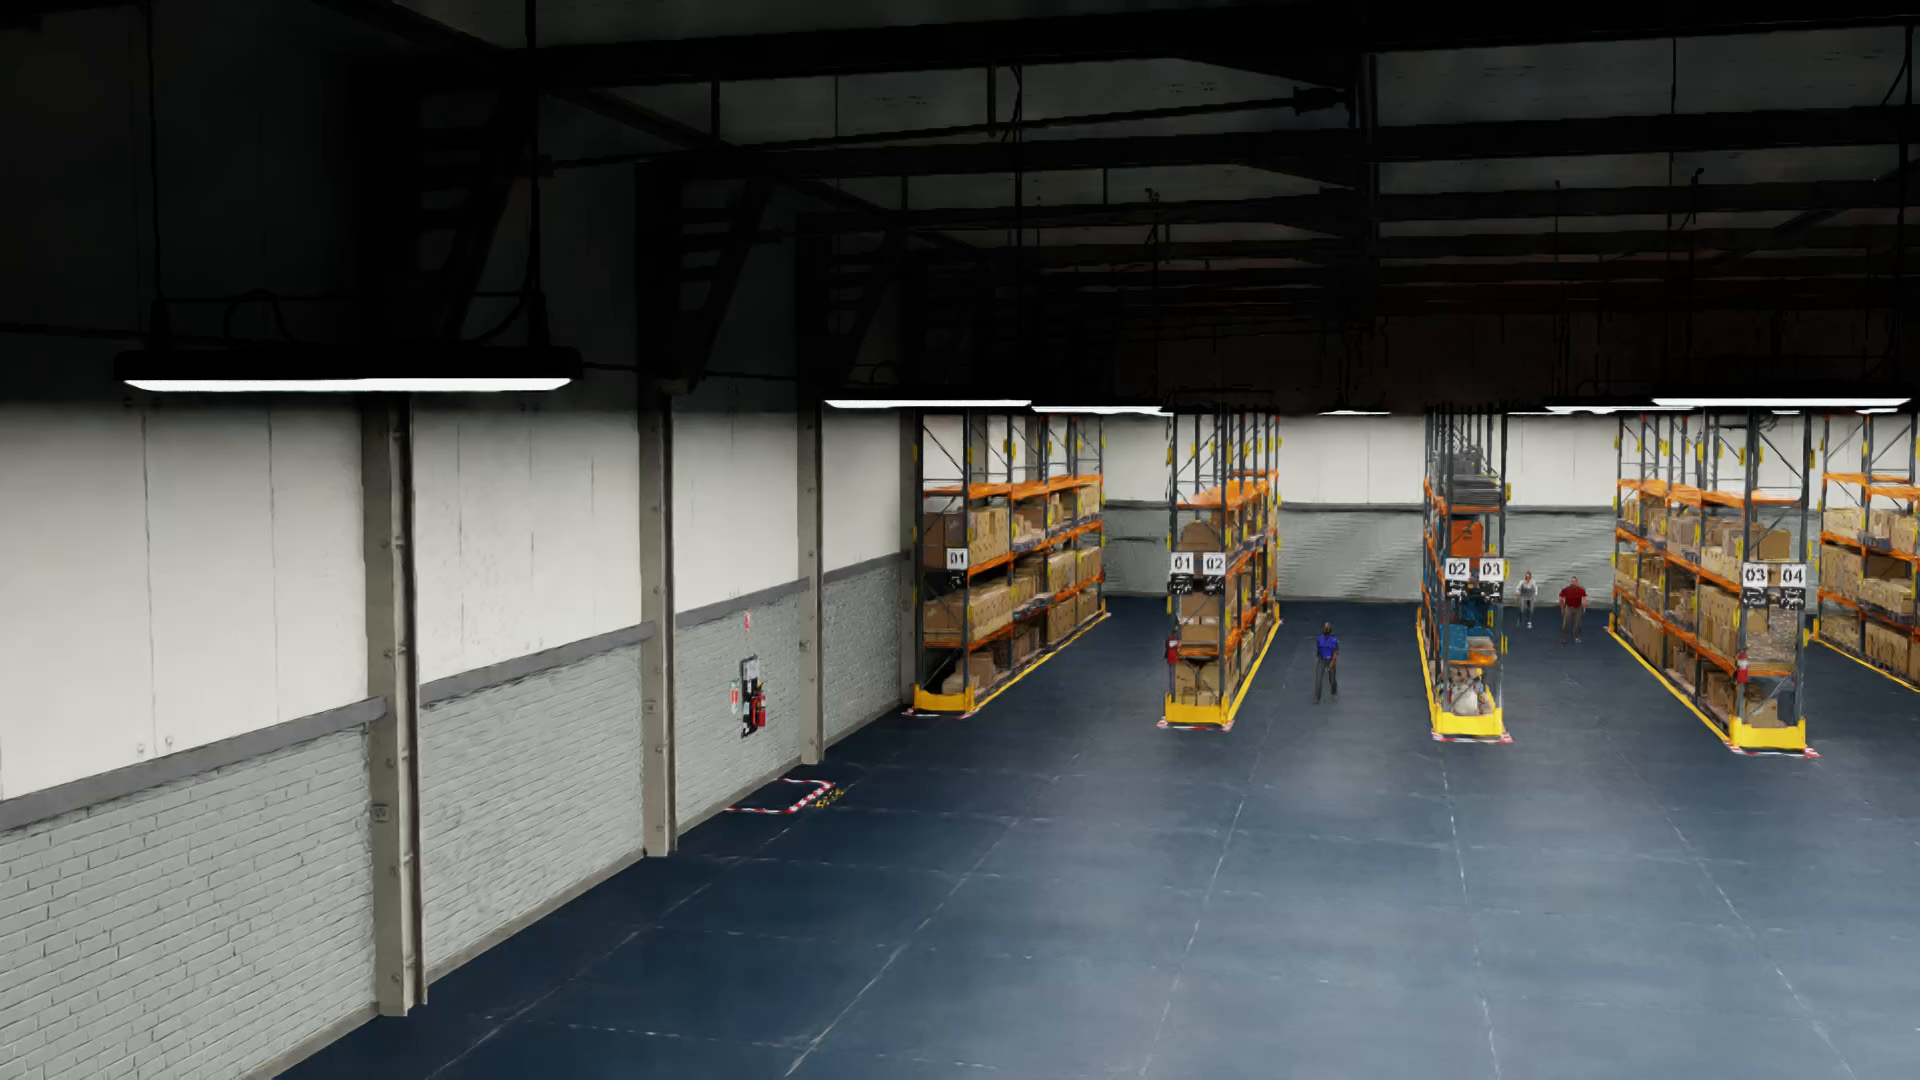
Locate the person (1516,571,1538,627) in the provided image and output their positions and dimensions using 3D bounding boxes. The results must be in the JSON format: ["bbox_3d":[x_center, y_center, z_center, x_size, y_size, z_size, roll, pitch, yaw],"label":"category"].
[{"bbox_3d":[15.474,1.606,45.417,0.566,1.540,0.516,1,4,11],"label":"person"}]

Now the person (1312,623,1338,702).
[{"bbox_3d":[7.376,2.453,33.410,0.441,1.574,0.992,2,5,23],"label":"person"}]

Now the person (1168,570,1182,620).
[{"bbox_3d":[6.160,1.391,47.095,0.577,1.691,1.121,1,4,16],"label":"person"}]

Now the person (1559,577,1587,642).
[{"bbox_3d":[15.577,1.770,42.275,0.682,1.676,0.535,1,4,12],"label":"person"}]
